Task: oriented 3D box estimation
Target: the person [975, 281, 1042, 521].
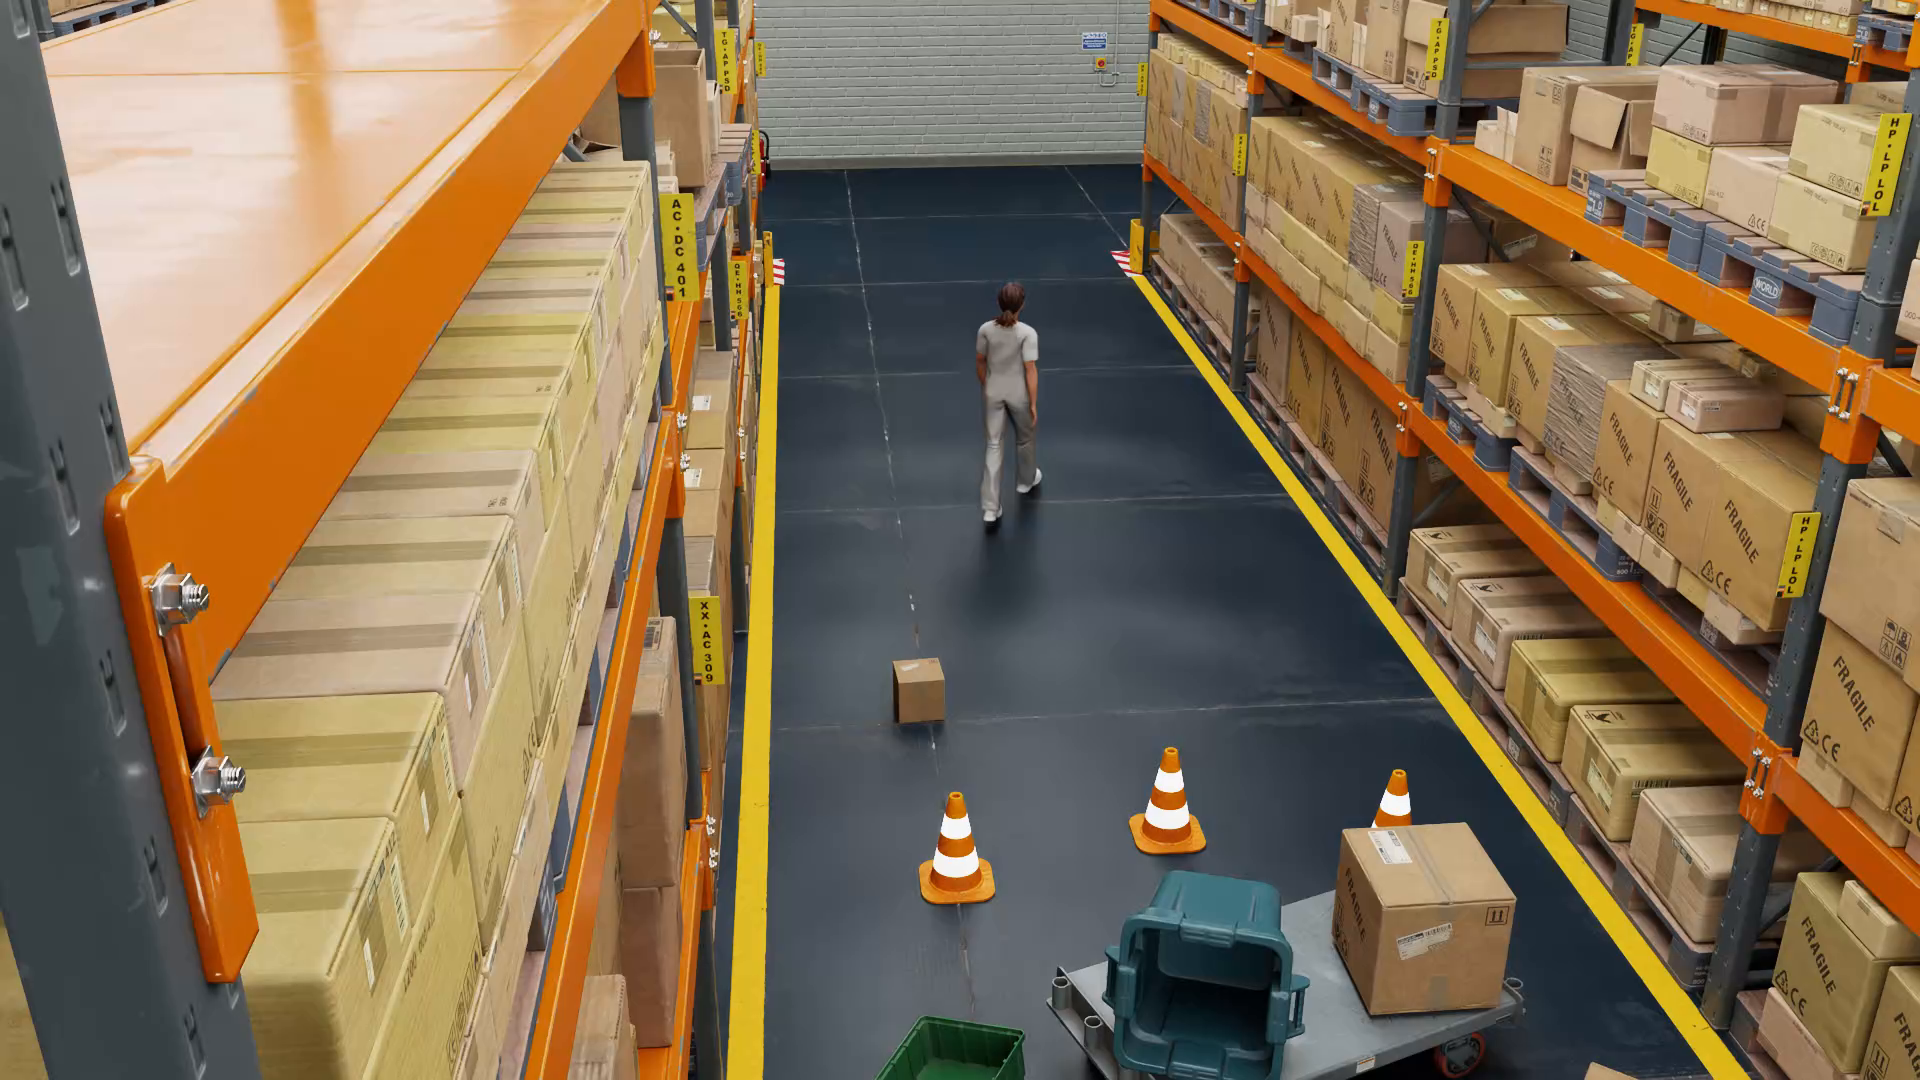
[{"bbox_3d":[0.332,-0.995,11.359,0.464,1.615,1.022,6,24,13],"label":"person"}]
